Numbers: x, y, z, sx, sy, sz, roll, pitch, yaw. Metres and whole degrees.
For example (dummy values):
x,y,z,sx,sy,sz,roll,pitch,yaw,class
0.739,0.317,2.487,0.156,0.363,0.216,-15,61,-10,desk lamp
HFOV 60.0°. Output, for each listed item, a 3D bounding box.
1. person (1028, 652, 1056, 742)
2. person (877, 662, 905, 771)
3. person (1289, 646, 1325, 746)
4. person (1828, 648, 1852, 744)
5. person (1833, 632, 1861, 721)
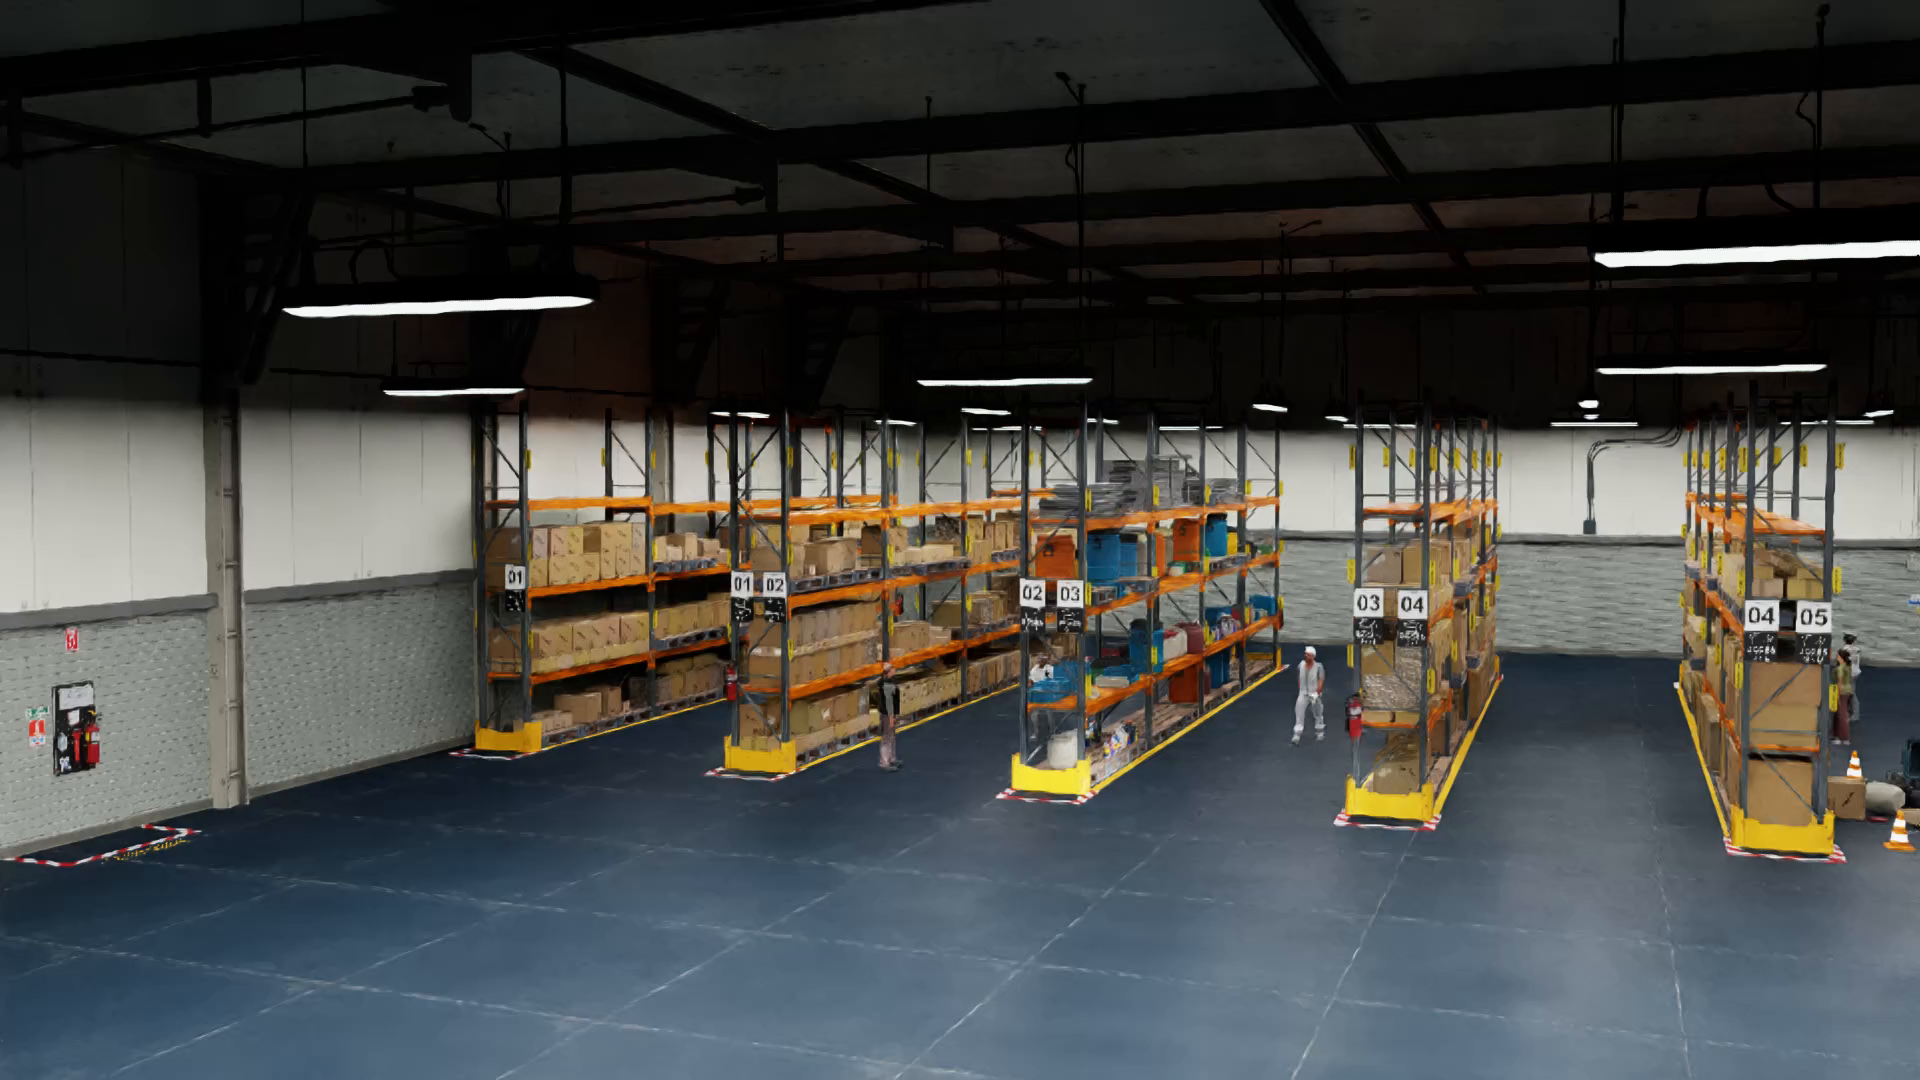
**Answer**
x,y,z,sx,sy,sz,roll,pitch,yaw,class
1.481,2.764,29.407,0.592,1.630,0.532,1,3,21,person
-1.103,2.822,26.792,0.454,1.726,0.581,0,3,-7,person
6.109,2.712,29.044,0.531,1.728,1.032,2,3,30,person
15.474,2.733,29.294,0.524,1.667,0.512,-3,4,-44,person
17.050,2.600,31.933,0.579,1.666,0.550,-3,4,-42,person
